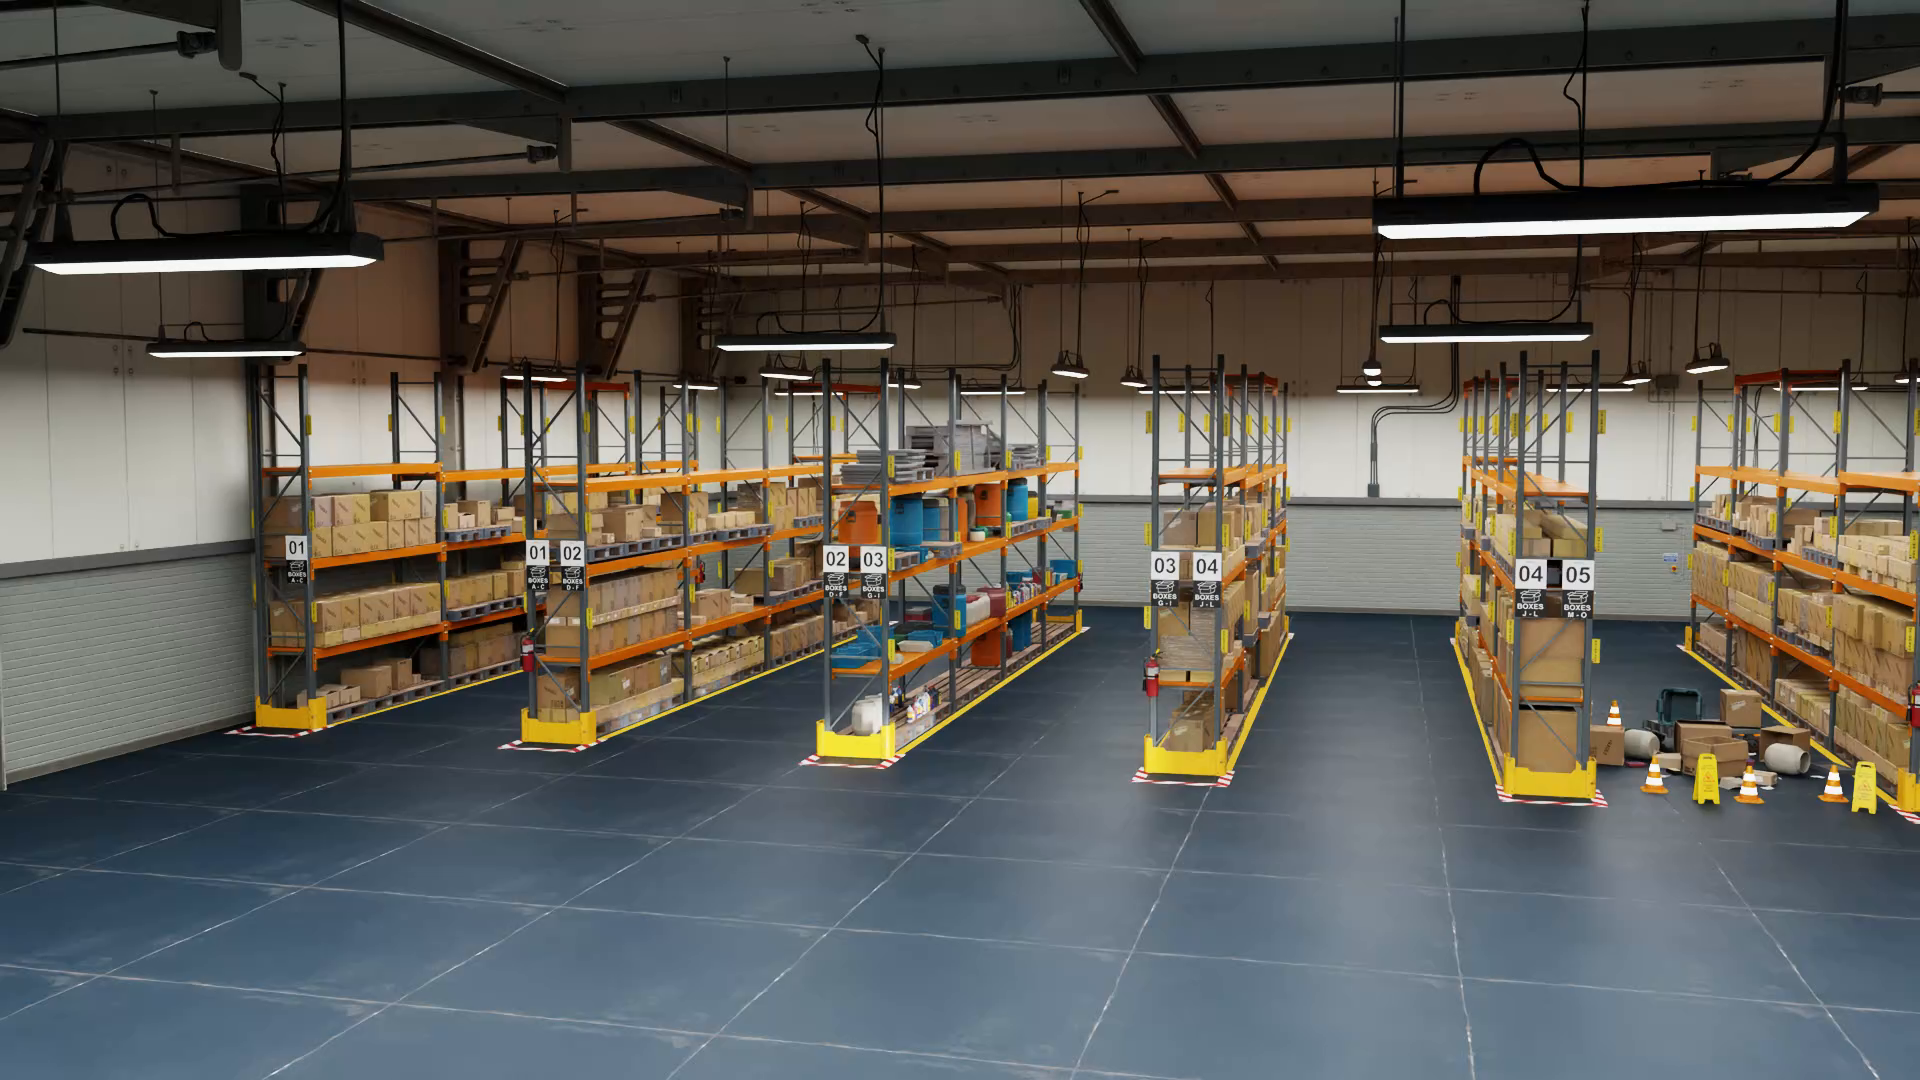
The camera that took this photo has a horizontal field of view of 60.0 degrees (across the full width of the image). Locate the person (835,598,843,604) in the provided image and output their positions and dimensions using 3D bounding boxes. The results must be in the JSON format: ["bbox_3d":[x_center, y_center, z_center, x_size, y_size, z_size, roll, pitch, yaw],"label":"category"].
[{"bbox_3d":[-3.288,1.206,43.772,0.585,1.607,0.755,1,4,19],"label":"person"}]
